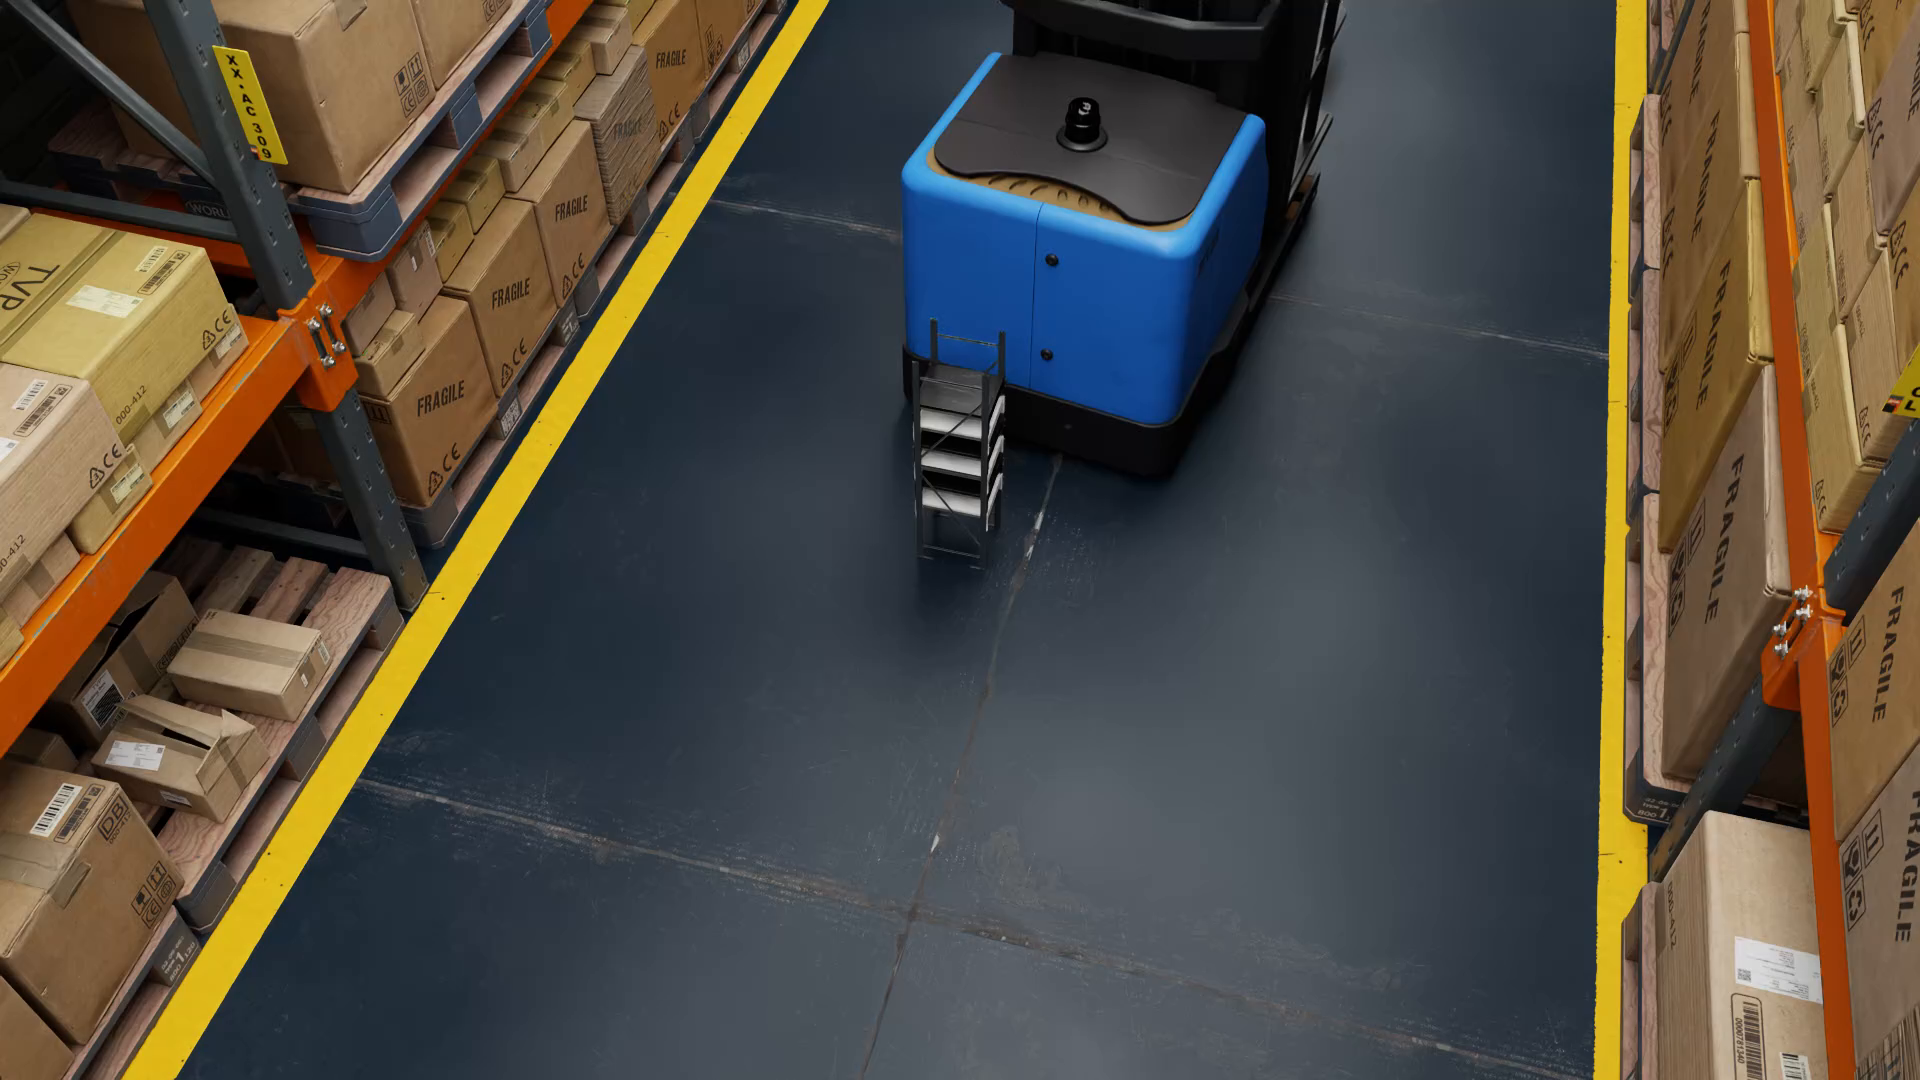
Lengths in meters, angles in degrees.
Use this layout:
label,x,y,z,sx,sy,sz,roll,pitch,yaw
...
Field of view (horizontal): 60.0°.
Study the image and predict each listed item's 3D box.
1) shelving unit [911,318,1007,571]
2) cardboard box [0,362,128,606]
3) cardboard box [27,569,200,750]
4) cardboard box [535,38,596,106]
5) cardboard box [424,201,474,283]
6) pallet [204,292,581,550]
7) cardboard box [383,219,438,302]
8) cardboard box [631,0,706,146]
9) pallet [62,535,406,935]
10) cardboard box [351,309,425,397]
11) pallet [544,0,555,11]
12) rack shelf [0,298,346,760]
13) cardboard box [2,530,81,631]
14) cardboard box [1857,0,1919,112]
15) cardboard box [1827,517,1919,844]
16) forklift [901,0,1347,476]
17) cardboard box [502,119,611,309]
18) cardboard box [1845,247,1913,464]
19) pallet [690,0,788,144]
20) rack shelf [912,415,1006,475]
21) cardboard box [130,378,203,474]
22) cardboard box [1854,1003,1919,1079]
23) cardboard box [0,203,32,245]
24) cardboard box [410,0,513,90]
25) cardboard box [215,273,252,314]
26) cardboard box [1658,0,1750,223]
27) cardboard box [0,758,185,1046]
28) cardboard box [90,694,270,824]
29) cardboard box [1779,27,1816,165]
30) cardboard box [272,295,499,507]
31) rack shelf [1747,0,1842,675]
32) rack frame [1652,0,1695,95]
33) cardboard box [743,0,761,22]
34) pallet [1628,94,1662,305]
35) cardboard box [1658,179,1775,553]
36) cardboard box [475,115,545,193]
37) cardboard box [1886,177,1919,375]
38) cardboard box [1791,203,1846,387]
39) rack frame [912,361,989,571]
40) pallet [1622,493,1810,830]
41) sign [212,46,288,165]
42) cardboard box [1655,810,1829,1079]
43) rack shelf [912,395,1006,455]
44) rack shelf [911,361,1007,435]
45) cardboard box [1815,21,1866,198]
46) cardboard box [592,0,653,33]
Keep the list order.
label,x,y,z,sx,sy,sz,roll,pitch,yaw
shelving unit,-0.002,-0.292,5.407,0.258,0.900,0.210,12,50,10
cardboard box,-2.301,-0.156,3.788,0.500,0.250,0.500,12,50,10
cardboard box,-2.686,0.293,5.004,0.500,0.311,0.500,13,50,11
cardboard box,-1.607,-1.780,6.275,0.380,0.149,0.250,12,50,10
cardboard box,-1.879,-1.025,5.609,0.380,0.149,0.250,9,49,8
pallet,-2.107,-0.562,6.105,1.003,0.211,1.213,12,50,10
cardboard box,-1.911,-0.918,5.315,0.380,0.149,0.250,9,49,8
cardboard box,-1.413,-2.006,6.907,0.500,0.500,0.500,14,50,12
pallet,-2.466,0.531,5.141,1.003,0.211,1.213,12,50,10
cardboard box,-1.933,-0.622,5.253,0.380,0.149,0.250,14,50,12
pallet,-1.739,-2.311,5.917,1.003,0.211,1.213,12,50,10
rack shelf,-2.811,0.796,3.526,1.077,0.370,4.000,12,50,10
cardboard box,-2.313,0.045,3.877,0.380,0.149,0.250,13,50,11
cardboard box,2.662,-1.387,4.240,0.500,0.500,0.500,13,50,11
cardboard box,2.129,0.343,3.380,0.500,0.500,0.500,13,50,11
forklift,0.847,-2.320,5.843,1.130,2.935,3.031,18,51,15
cardboard box,-1.674,-1.253,6.242,0.500,0.500,0.500,10,49,9
cardboard box,2.387,-0.394,3.864,0.500,0.250,0.500,12,50,10
pallet,-1.465,-2.326,7.663,1.003,0.211,1.213,12,50,10
rack shelf,-0.002,-0.329,5.365,0.258,0.077,0.200,12,50,10
cardboard box,-2.172,-0.332,4.210,0.380,0.149,0.250,13,50,11
cardboard box,1.856,1.065,2.743,0.500,0.500,0.500,12,50,10
cardboard box,-2.675,-0.632,4.209,0.500,0.250,0.500,11,50,10
cardboard box,-1.805,-1.741,4.939,0.700,0.500,0.500,12,50,10
cardboard box,-2.466,-0.738,5.355,0.380,0.149,0.250,10,49,9
cardboard box,3.296,-1.758,6.438,0.875,0.875,0.875,11,50,10
cardboard box,-2.549,0.908,4.335,0.700,0.500,0.500,10,49,9
cardboard box,-2.242,0.596,4.766,0.396,0.266,0.258,13,50,11
cardboard box,2.798,-1.340,5.032,0.500,0.250,0.500,12,50,10
cardboard box,-1.940,-0.506,5.583,0.500,0.500,0.500,14,50,12
rack shelf,3.032,-1.120,5.218,1.077,0.370,4.000,12,50,10
rack frame,3.558,-2.805,6.225,1.000,3.000,0.127,12,50,10
cardboard box,-1.136,-2.745,7.559,0.500,0.500,0.500,13,50,11
pallet,3.278,-1.327,6.780,1.003,0.211,1.213,12,50,10
cardboard box,2.821,-0.467,5.298,0.875,0.875,0.875,13,50,11
cardboard box,-1.718,-1.400,5.939,0.380,0.149,0.250,11,50,10
cardboard box,2.380,-0.648,3.588,0.500,0.500,0.500,13,50,11
cardboard box,2.515,-0.604,4.383,0.500,0.250,0.500,11,49,10
rack frame,-0.029,-0.218,5.343,0.240,0.900,0.006,12,50,10
pallet,2.635,0.438,5.223,1.003,0.211,1.213,12,50,10
sign,-1.759,-1.073,4.119,0.100,0.325,0.005,12,50,10
cardboard box,2.236,1.230,4.092,0.875,0.438,0.875,11,49,9
rack shelf,-0.002,-0.389,5.297,0.258,0.077,0.200,12,50,10
rack shelf,-0.002,-0.449,5.230,0.258,0.077,0.200,12,50,10
cardboard box,2.642,-1.133,4.516,0.500,0.250,0.500,13,50,11
cardboard box,-1.450,-2.153,6.604,0.380,0.149,0.250,11,49,9
